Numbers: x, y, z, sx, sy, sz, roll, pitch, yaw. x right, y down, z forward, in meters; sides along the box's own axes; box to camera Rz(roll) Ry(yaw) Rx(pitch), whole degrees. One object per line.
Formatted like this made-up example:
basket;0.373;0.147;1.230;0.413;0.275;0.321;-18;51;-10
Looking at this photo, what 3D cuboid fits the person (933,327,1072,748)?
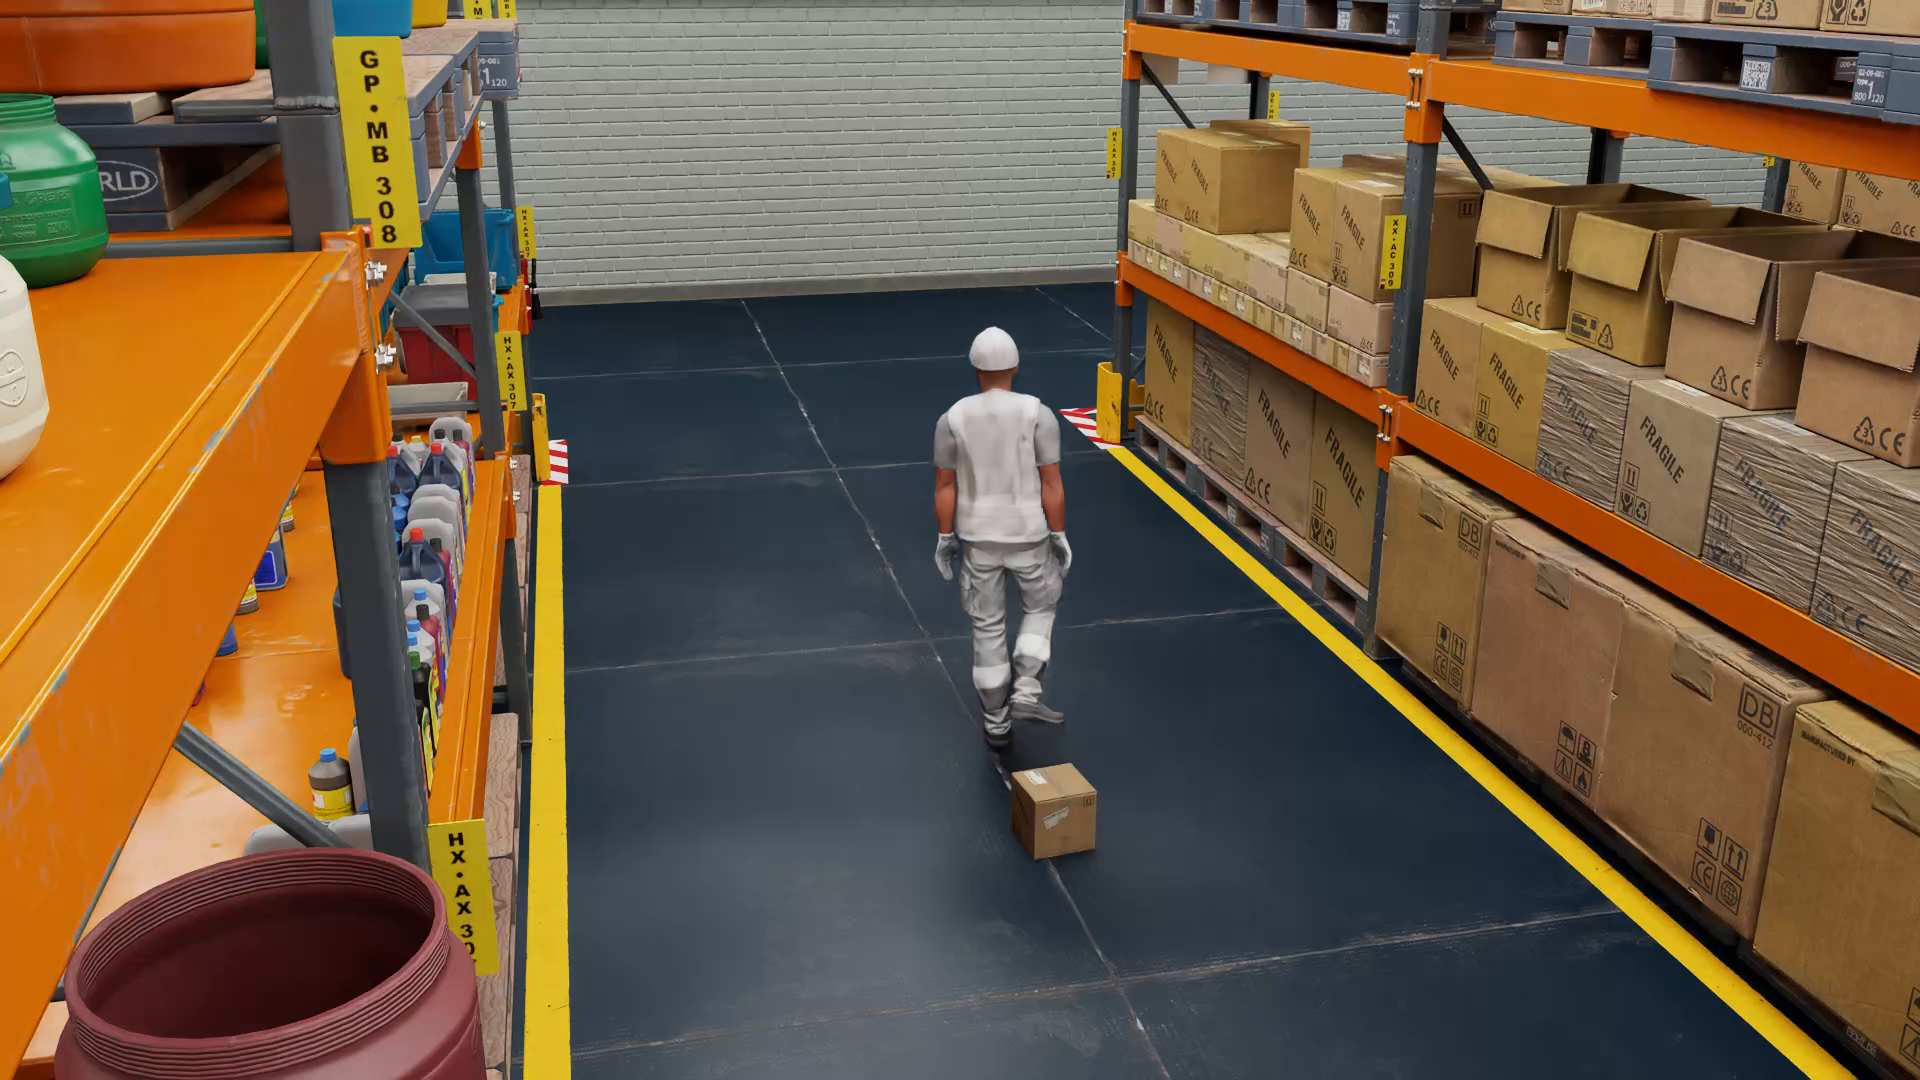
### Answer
person;0.178;0.010;6.977;0.587;1.779;0.537;2;20;5
